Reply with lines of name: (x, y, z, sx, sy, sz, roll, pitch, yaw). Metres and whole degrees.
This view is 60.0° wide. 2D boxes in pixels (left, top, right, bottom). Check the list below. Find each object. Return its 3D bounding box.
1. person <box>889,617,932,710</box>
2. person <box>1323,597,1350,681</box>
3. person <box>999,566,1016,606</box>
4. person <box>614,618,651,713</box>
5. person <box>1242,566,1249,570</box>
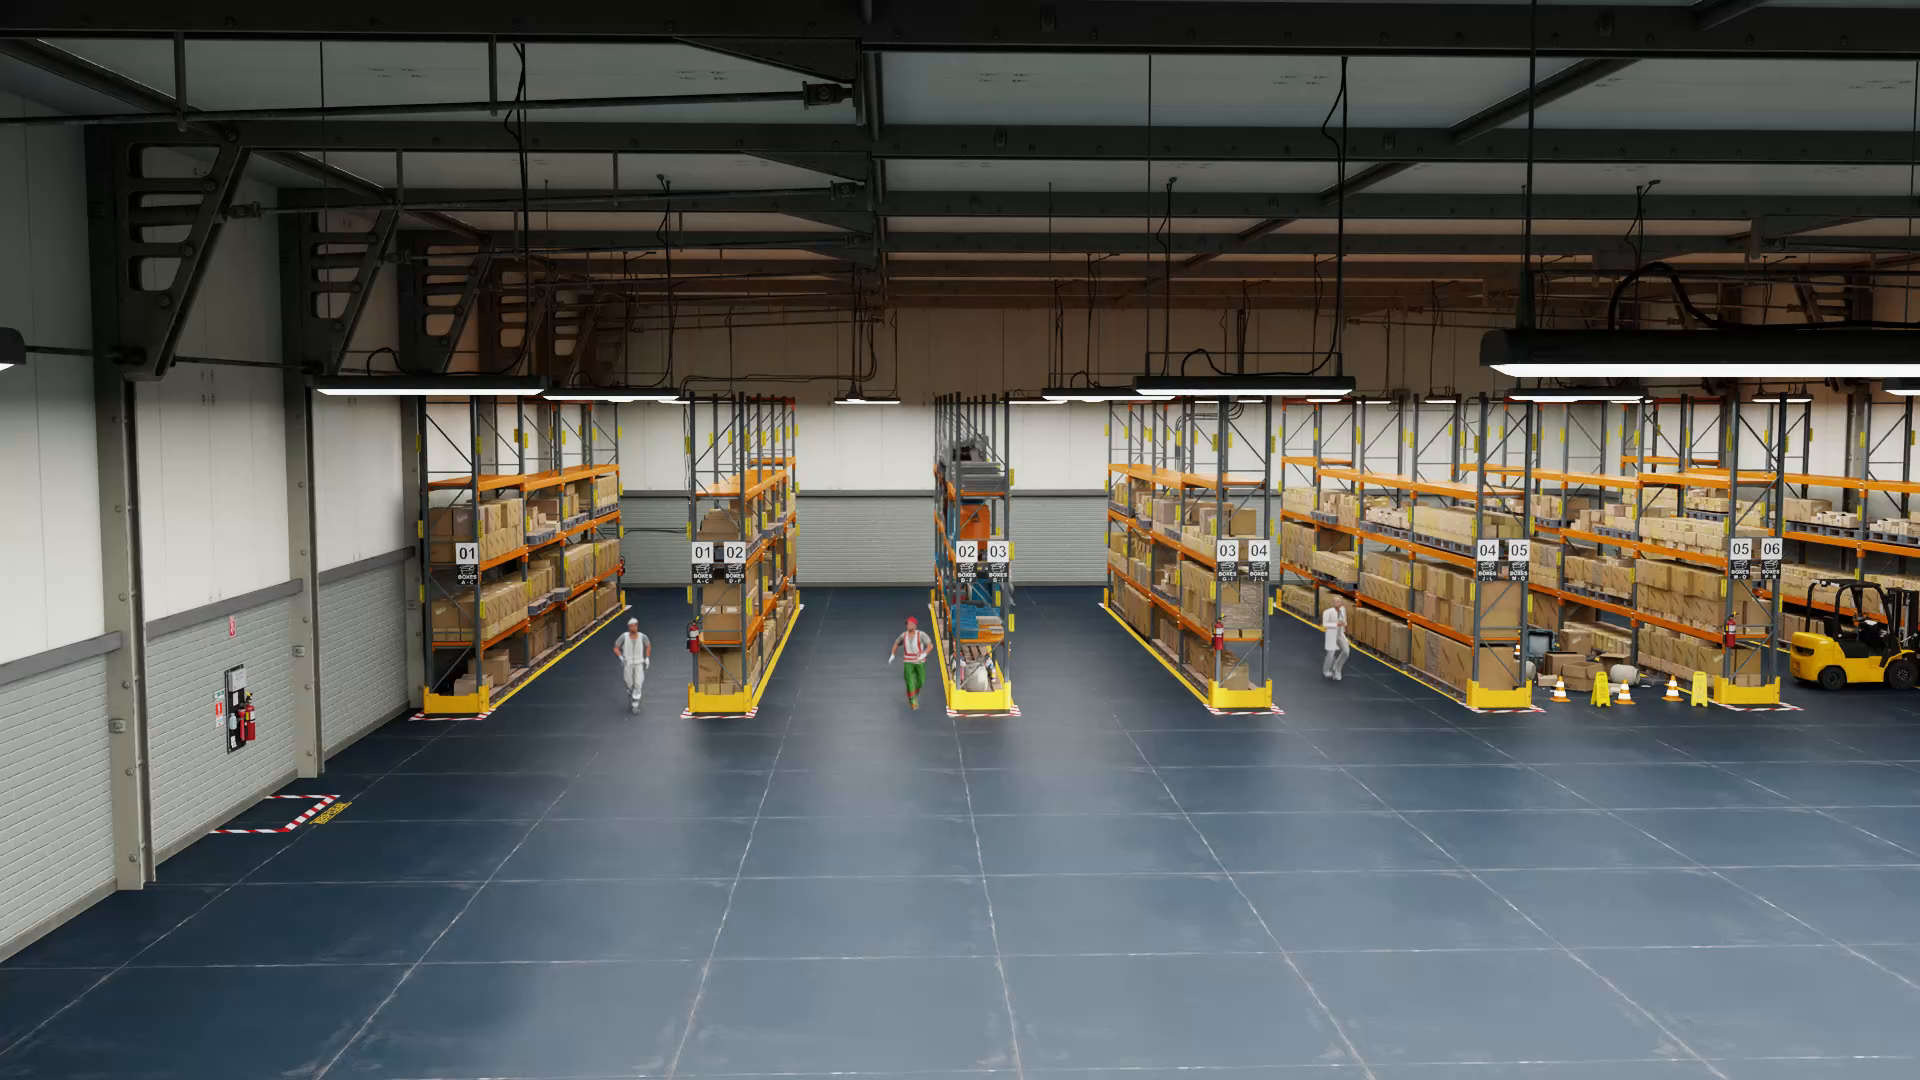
person: (-0.937, 2.338, 31.626, 0.829, 1.748, 0.540, 0, 5, -2)
person: (7.865, 2.052, 34.799, 0.752, 1.768, 0.884, -2, 5, -21)
person: (1.329, 1.094, 47.892, 0.844, 1.591, 0.507, -4, 6, -38)
person: (-6.153, 2.351, 31.321, 0.697, 1.760, 0.618, -1, 5, -15)
person: (7.935, 1.184, 45.730, 0.693, 1.764, 0.963, 0, 5, 0)
